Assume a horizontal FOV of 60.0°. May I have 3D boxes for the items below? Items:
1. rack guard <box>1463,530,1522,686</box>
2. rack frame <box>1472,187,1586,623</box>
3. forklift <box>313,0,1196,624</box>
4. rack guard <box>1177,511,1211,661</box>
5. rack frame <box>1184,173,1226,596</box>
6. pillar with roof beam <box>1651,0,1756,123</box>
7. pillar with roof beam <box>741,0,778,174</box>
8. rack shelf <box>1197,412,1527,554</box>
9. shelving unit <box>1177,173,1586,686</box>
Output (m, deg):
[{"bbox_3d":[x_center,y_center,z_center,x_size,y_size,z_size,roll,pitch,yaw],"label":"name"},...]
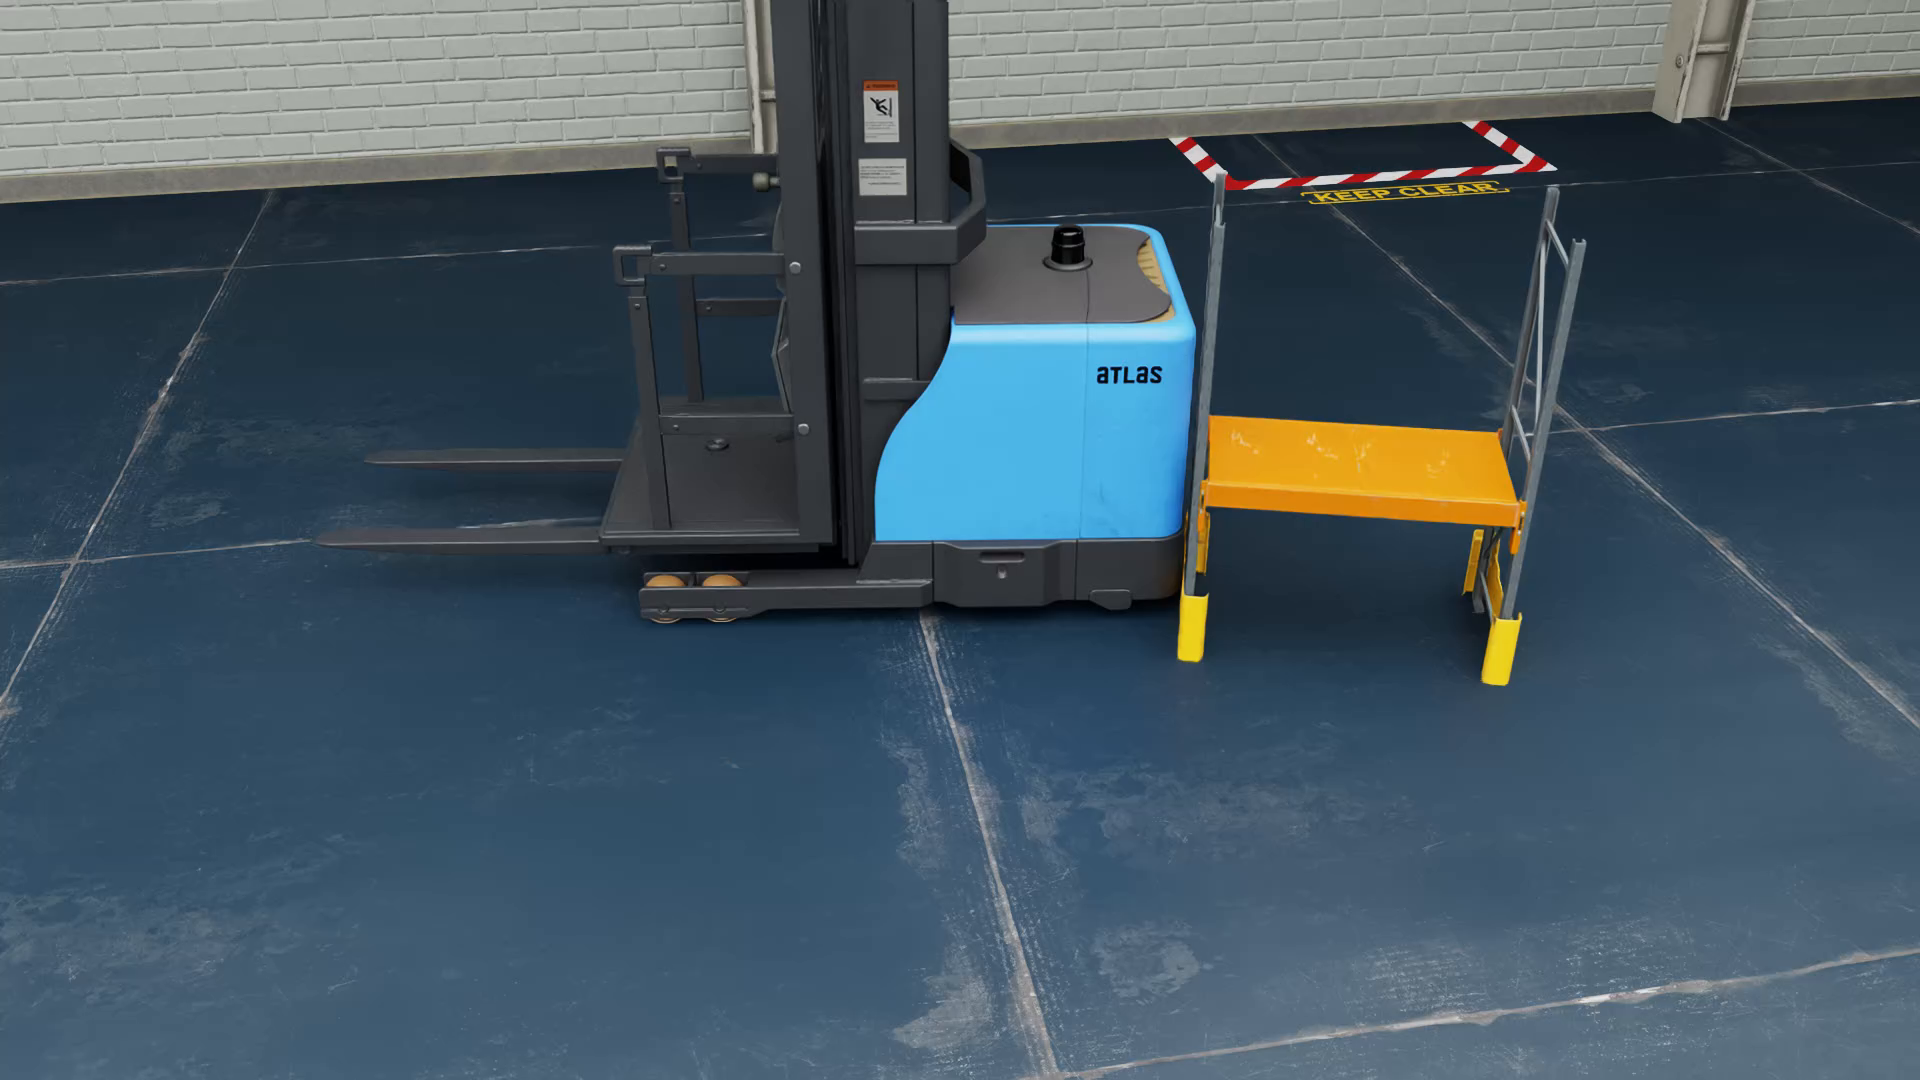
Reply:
[{"bbox_3d":[1.796,0.220,5.629,0.087,0.250,0.587,4,31,7],"label":"rack guard"},{"bbox_3d":[1.798,-0.318,5.312,0.032,1.500,0.500,4,31,7],"label":"rack frame"},{"bbox_3d":[-0.749,-1.245,5.476,3.031,2.935,1.130,-1,30,-1],"label":"forklift"},{"bbox_3d":[0.810,0.149,5.749,0.087,0.250,0.587,4,31,7],"label":"rack guard"},{"bbox_3d":[0.791,-0.391,5.435,0.032,1.500,0.500,4,31,7],"label":"rack frame"},{"bbox_3d":[5.620,-4.561,5.128,0.400,9.000,9.100,-5,31,-9],"label":"pillar with roof beam"},{"bbox_3d":[-0.282,-4.013,4.197,0.400,9.000,9.100,-5,31,-9],"label":"pillar with roof beam"},{"bbox_3d":[1.294,-0.199,5.464,1.000,0.185,0.538,4,31,7],"label":"rack shelf"},{"bbox_3d":[1.303,-0.354,5.372,1.083,1.500,0.587,4,31,7],"label":"shelving unit"}]
